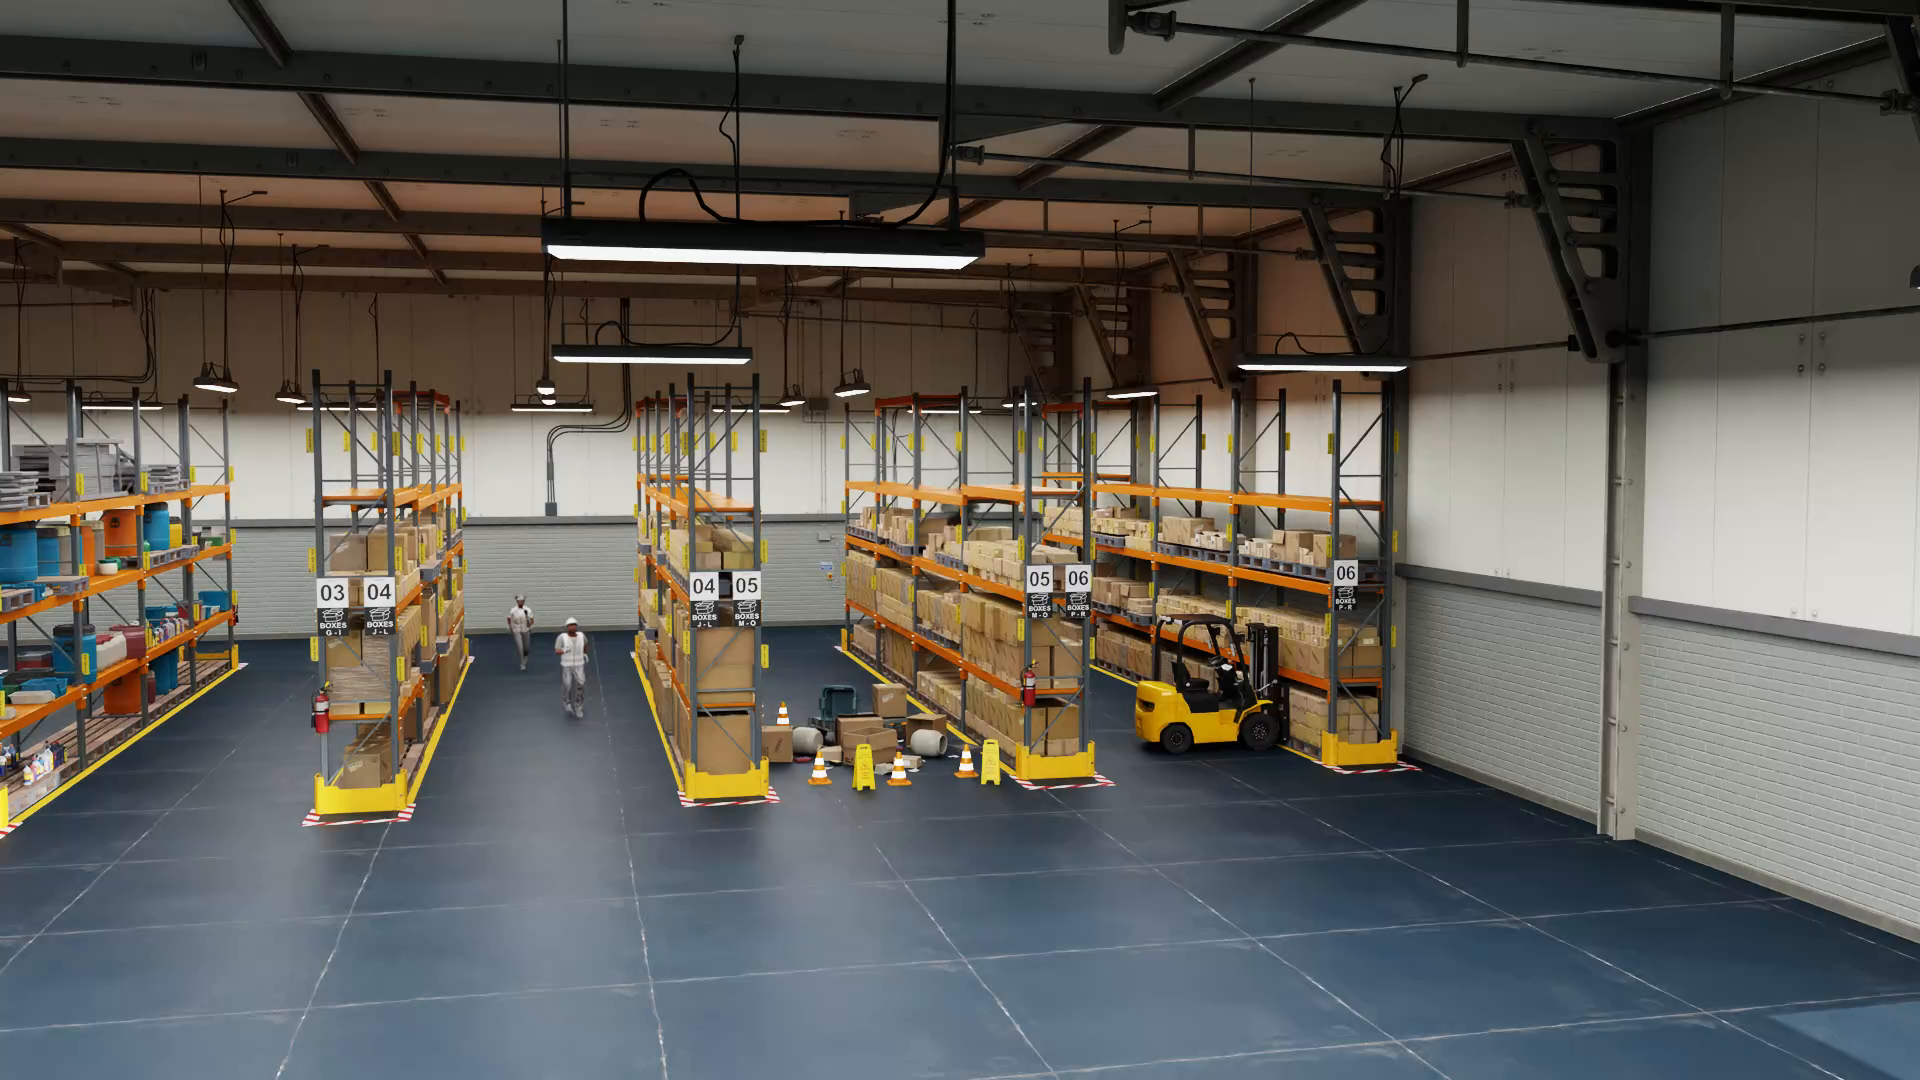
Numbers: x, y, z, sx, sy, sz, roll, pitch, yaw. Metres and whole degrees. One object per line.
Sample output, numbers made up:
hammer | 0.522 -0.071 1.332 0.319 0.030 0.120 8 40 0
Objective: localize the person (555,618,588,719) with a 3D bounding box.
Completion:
person | -7.105 2.346 30.524 0.654 1.835 0.735 -1 4 -22

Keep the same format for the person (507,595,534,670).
person | -9.772 2.031 37.000 0.578 1.660 0.710 -1 4 -20

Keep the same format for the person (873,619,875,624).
person | -1.890 1.684 41.928 0.804 1.710 0.763 2 4 35
